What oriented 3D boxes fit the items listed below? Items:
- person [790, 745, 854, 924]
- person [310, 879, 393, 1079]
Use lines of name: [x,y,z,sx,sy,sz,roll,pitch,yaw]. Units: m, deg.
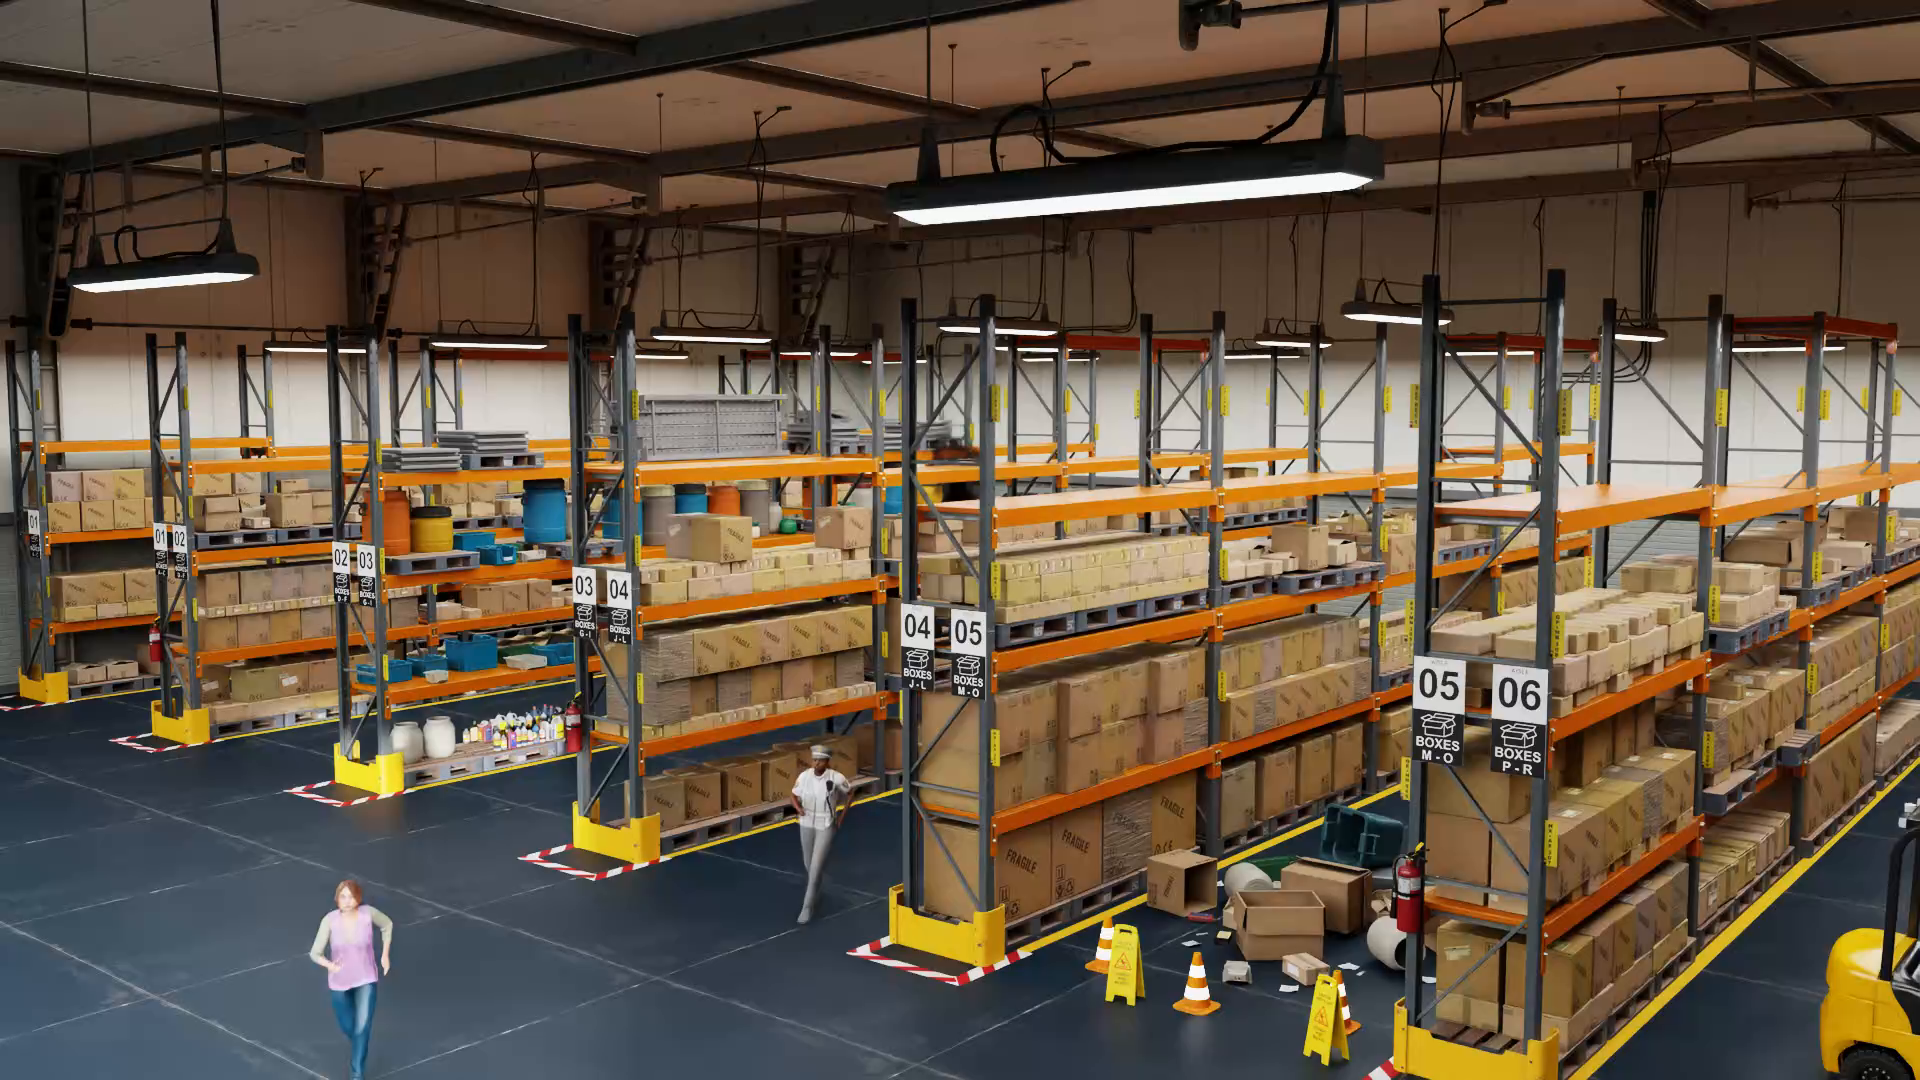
person: [-1.376,2.855,16.439,0.608,1.741,0.824,1,5,15]
person: [-4.465,3.285,12.246,0.569,1.641,0.803,-2,5,-17]
